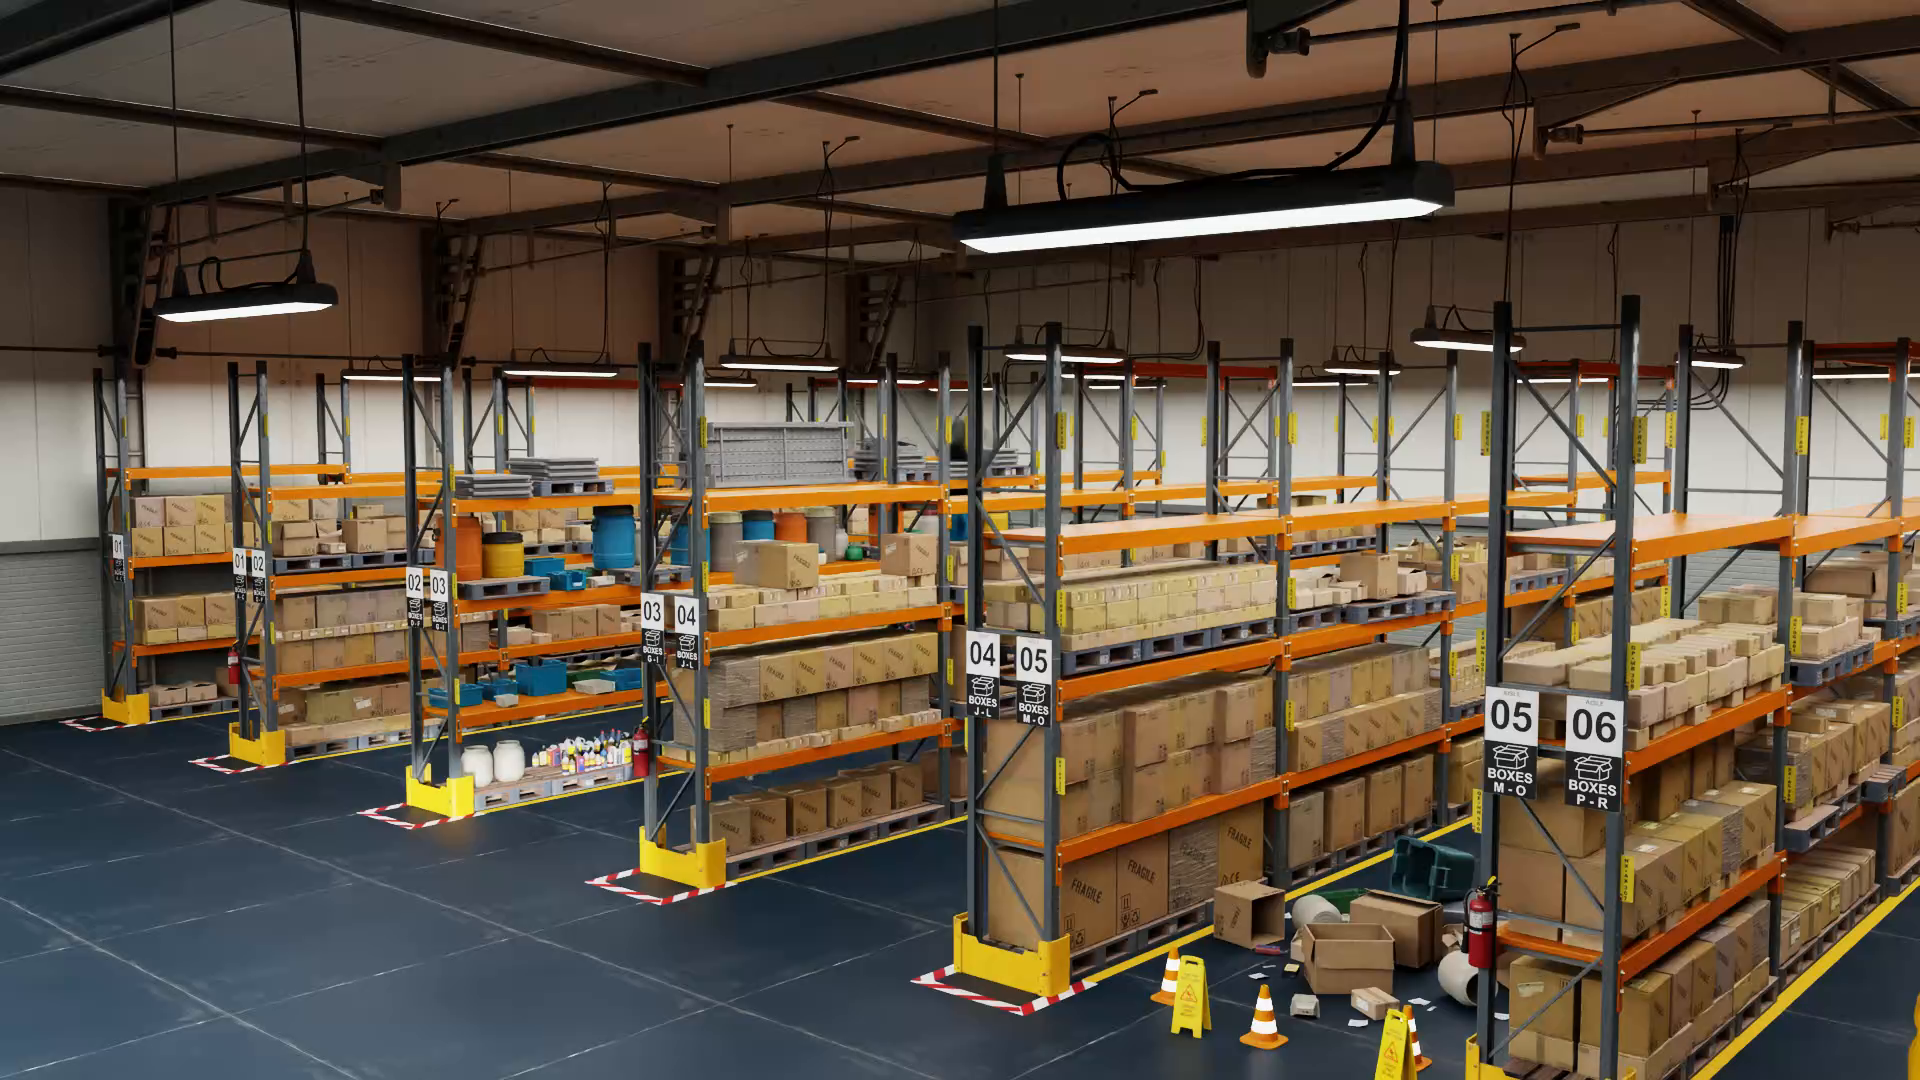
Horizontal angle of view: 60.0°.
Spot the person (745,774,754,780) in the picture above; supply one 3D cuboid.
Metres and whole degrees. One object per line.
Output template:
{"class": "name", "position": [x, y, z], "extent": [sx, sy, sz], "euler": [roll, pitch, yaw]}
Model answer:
{"class": "person", "position": [-3.014, 2.585, 24.084], "extent": [0.583, 1.649, 0.784], "euler": [0, 4, 6]}
